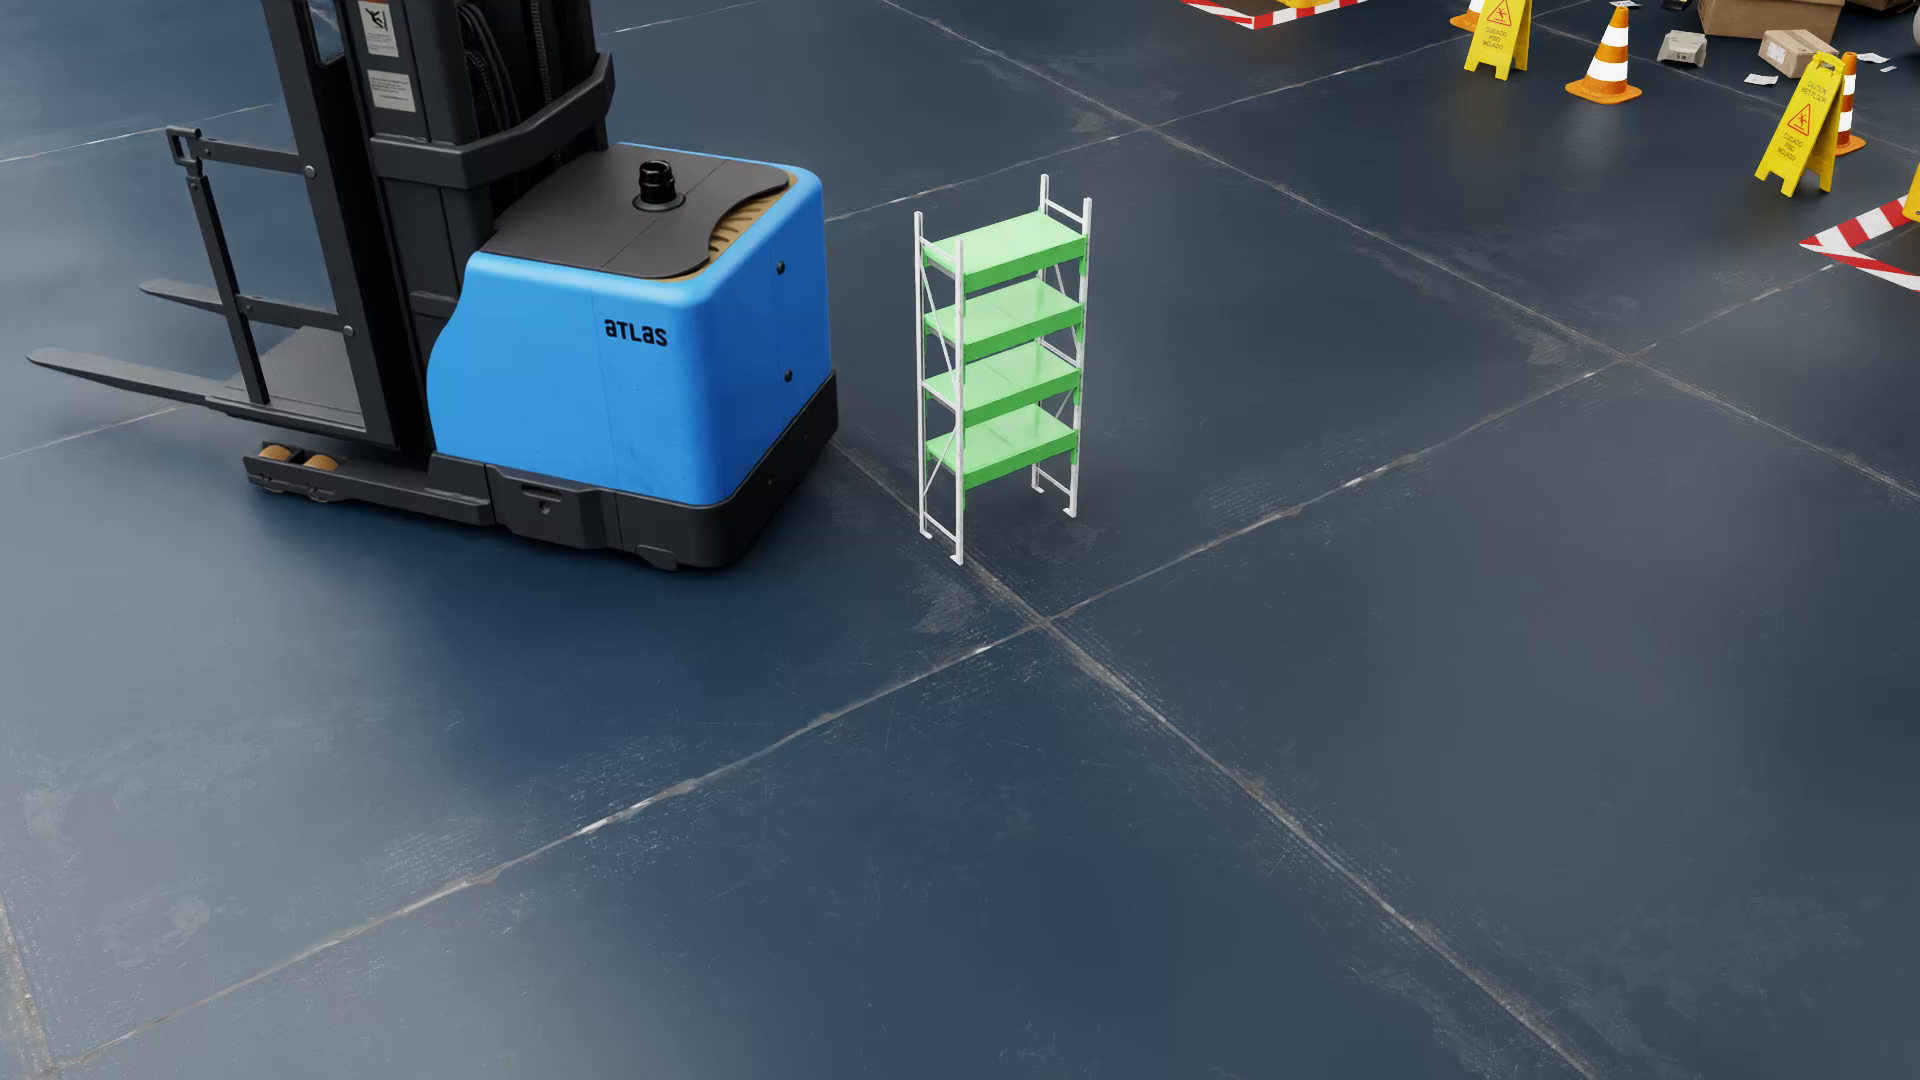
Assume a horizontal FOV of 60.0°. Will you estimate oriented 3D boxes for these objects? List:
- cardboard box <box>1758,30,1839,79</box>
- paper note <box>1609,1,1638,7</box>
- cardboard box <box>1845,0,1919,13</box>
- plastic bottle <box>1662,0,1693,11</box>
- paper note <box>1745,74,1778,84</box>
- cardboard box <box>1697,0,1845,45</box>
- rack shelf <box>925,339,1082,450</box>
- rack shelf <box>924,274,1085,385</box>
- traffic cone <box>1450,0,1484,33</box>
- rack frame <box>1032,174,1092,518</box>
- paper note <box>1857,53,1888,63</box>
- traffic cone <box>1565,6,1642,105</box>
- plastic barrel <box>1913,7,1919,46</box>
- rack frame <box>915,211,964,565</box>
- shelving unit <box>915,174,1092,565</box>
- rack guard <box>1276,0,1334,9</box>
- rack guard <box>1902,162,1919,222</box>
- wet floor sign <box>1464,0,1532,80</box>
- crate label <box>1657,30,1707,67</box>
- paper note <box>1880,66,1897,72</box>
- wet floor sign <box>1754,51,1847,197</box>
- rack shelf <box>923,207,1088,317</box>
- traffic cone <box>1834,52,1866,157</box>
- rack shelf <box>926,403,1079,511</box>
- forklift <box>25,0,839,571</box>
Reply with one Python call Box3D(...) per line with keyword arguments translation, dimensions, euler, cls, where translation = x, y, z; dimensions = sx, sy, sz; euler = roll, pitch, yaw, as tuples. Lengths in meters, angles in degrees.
Box3D(translation=(4.775, -2.771, 9.475), dimensions=(0.250, 0.149, 0.380), euler=(-3, 36, -4), cls="cardboard box")
Box3D(translation=(4.159, -3.349, 10.381), dimensions=(0.142, 0.017, 0.144), euler=(-9, 37, -12), cls="paper note")
Box3D(translation=(5.604, -3.682, 10.323), dimensions=(0.503, 0.637, 0.797), euler=(-22, 41, -28), cls="cardboard box")
Box3D(translation=(4.505, -3.387, 10.407), dimensions=(0.133, 0.061, 0.283), euler=(22, 41, 28), cls="plastic bottle")
Box3D(translation=(4.493, -2.586, 9.319), dimensions=(0.148, 0.019, 0.142), euler=(22, 41, 28), cls="paper note")
Box3D(translation=(4.845, -3.309, 9.920), dimensions=(0.797, 0.503, 0.637), euler=(9, 37, 12), cls="cardboard box")
Box3D(translation=(0.135, -0.491, 5.514), dimensions=(0.480, 0.148, 0.258), euler=(-22, 41, -28), cls="rack shelf")
Box3D(translation=(0.135, -0.686, 5.374), dimensions=(0.480, 0.148, 0.258), euler=(-22, 41, -28), cls="rack shelf")
Box3D(translation=(3.185, -3.323, 9.974), dimensions=(0.334, 0.463, 0.336), euler=(-22, 41, -28), cls="traffic cone")
Box3D(translation=(0.335, -0.625, 5.591), dimensions=(0.015, 1.200, 0.240), euler=(-22, 41, -28), cls="rack frame")
Box3D(translation=(5.274, -2.795, 9.620), dimensions=(0.142, 0.019, 0.148), euler=(-9, 37, -12), cls="paper note")
Box3D(translation=(3.558, -2.669, 9.065), dimensions=(0.334, 0.463, 0.336), euler=(-22, 41, -28), cls="traffic cone")
Box3D(translation=(5.684, -2.895, 9.412), dimensions=(0.421, 0.421, 0.512), euler=(3, 36, 4), cls="plastic barrel")
Box3D(translation=(-0.064, -0.461, 5.363), dimensions=(0.015, 1.200, 0.240), euler=(-22, 41, -28), cls="rack frame")
Box3D(translation=(0.135, -0.543, 5.477), dimensions=(0.503, 1.200, 0.258), euler=(-22, 41, -28), cls="shelving unit")
Box3D(translation=(1.914, -3.829, 10.645), dimensions=(0.348, 0.500, 1.175), euler=(-22, 41, -28), cls="rack guard")
Box3D(translation=(4.930, -1.534, 7.455), dimensions=(0.348, 0.500, 1.175), euler=(-22, 41, -28), cls="rack guard")
Box3D(translation=(3.050, -2.941, 9.287), dimensions=(0.267, 0.644, 0.232), euler=(30, 45, 35), cls="wet floor sign")
Box3D(translation=(4.165, -2.831, 9.569), dimensions=(0.250, 0.136, 0.298), euler=(15, 38, 20), cls="crate label")
Box3D(translation=(5.289, -2.683, 9.472), dimensions=(0.123, 0.001, 0.032), euler=(-22, 41, -28), cls="paper note")
Box3D(translation=(4.096, -2.014, 7.998), dimensions=(0.232, 0.644, 0.267), euler=(-9, 37, -12), cls="wet floor sign")
Box3D(translation=(0.135, -0.881, 5.234), dimensions=(0.480, 0.148, 0.258), euler=(-22, 41, -28), cls="rack shelf")
Box3D(translation=(4.476, -2.254, 8.487), dimensions=(0.334, 0.463, 0.336), euler=(-22, 41, -28), cls="traffic cone")
Box3D(translation=(0.135, -0.296, 5.655), dimensions=(0.480, 0.148, 0.258), euler=(-22, 41, -28), cls="rack shelf")
Box3D(translation=(-2.028, -1.602, 5.467), dimensions=(3.031, 2.935, 1.130), euler=(11, 37, 15), cls="forklift")
